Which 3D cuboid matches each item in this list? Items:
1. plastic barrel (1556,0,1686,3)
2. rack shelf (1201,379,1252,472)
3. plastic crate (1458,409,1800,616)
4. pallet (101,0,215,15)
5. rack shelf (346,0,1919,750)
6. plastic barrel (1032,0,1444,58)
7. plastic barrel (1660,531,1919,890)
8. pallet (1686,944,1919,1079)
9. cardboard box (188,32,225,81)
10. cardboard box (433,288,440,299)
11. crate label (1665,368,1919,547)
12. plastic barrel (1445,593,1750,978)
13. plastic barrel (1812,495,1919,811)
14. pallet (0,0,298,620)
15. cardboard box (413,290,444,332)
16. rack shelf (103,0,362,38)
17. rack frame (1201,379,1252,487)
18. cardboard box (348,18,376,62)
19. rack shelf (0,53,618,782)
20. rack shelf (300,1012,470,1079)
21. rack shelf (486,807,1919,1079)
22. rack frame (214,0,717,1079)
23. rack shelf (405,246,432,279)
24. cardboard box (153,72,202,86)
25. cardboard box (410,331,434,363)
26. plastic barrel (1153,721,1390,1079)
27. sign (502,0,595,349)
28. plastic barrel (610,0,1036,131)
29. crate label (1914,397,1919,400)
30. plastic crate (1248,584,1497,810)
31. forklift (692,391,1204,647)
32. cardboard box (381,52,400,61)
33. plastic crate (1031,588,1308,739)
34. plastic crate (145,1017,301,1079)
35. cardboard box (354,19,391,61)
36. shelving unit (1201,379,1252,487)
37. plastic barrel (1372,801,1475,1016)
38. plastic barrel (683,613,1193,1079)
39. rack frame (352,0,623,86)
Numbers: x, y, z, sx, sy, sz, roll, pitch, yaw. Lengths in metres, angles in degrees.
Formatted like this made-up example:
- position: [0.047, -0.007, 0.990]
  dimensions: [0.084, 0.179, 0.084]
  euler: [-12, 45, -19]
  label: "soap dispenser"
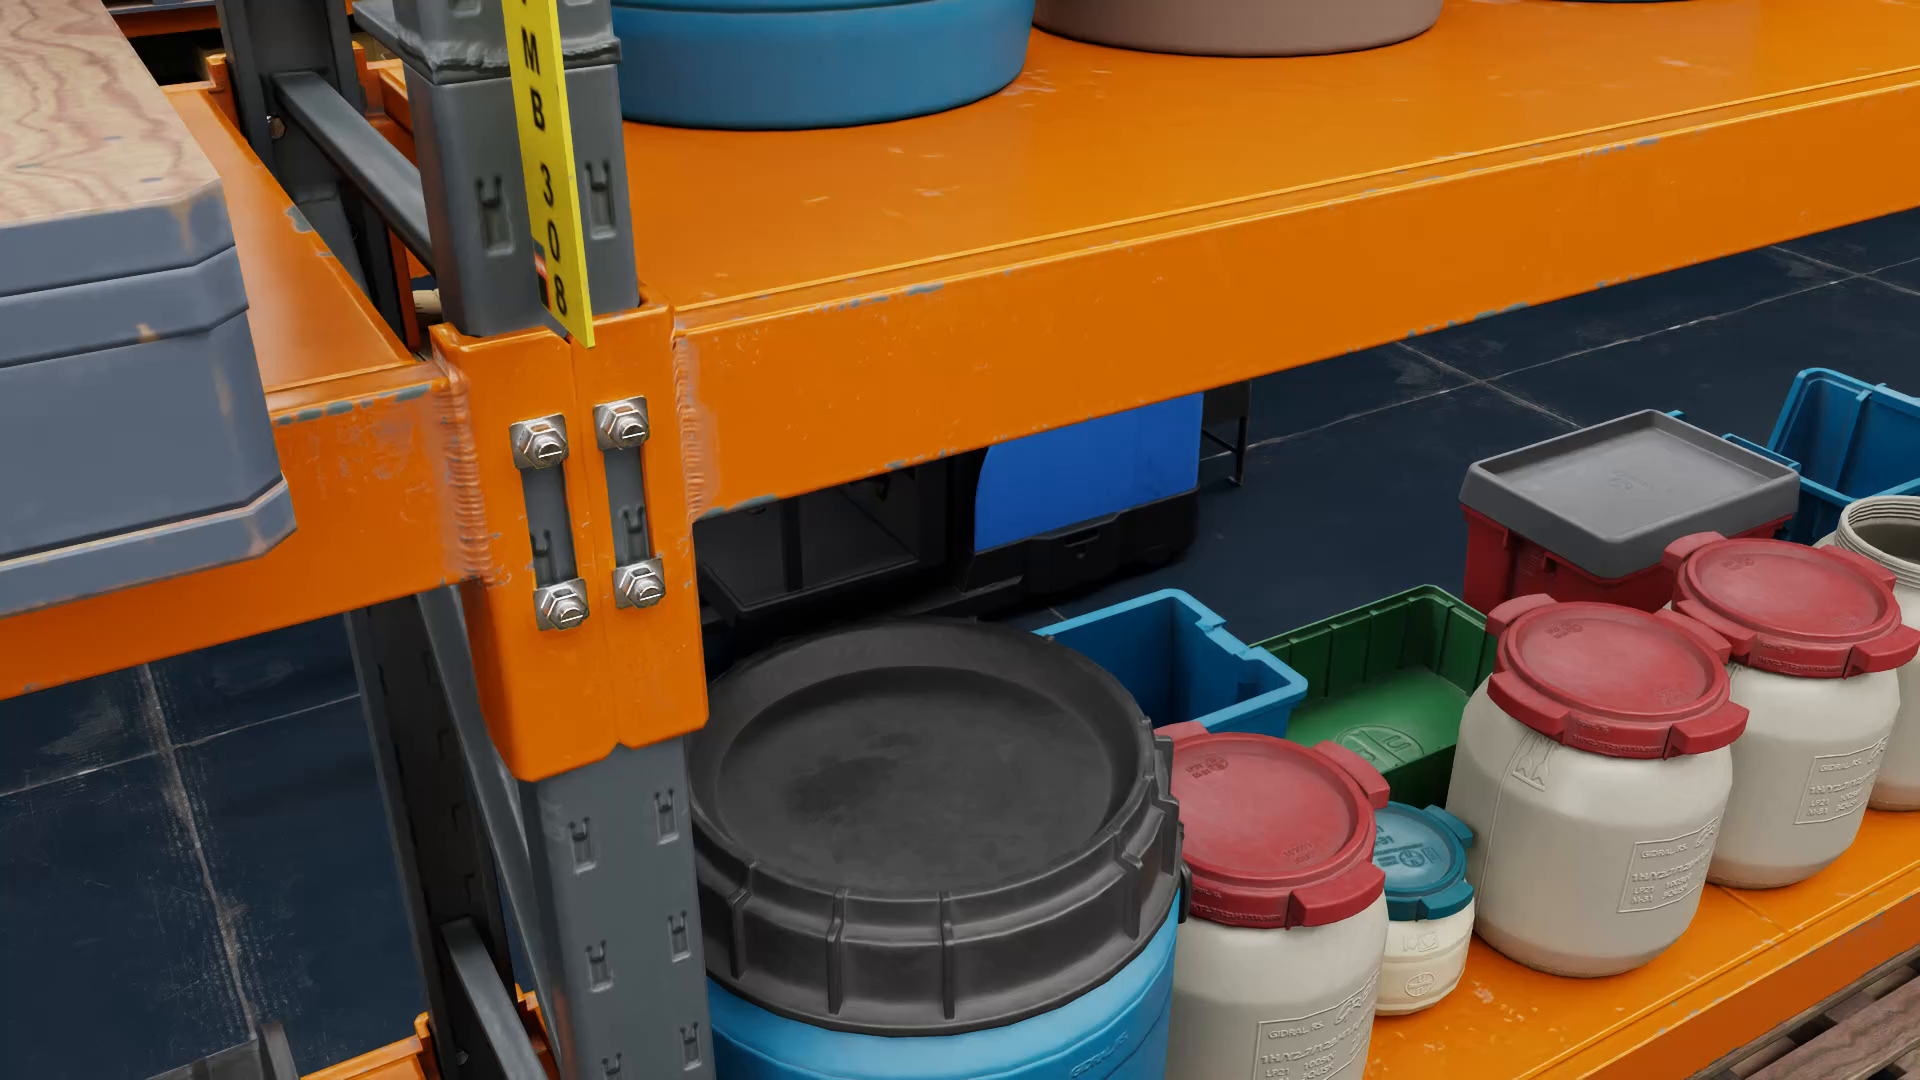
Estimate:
- position: [0.920, -1.271, 2.325]
  dimensions: [0.708, 0.901, 0.600]
  euler: [-16, 33, -26]
  label: "plastic barrel"
- position: [0.901, -0.548, 7.047]
  dimensions: [0.480, 0.518, 0.431]
  euler: [-16, 33, -26]
  label: "rack shelf"
- position: [1.364, 0.058, 3.474]
  dimensions: [0.583, 0.464, 0.402]
  euler: [-16, 33, -26]
  label: "plastic crate"
- position: [-4.823, -3.372, 9.955]
  dimensions: [1.213, 0.211, 1.003]
  euler: [-16, 33, -26]
  label: "pallet"
- position: [1.188, -0.691, 2.537]
  dimensions: [4.000, 0.370, 1.077]
  euler: [-16, 33, -26]
  label: "rack shelf"
- position: [0.356, -1.111, 2.035]
  dimensions: [0.600, 0.901, 0.600]
  euler: [0, 29, 0]
  label: "plastic barrel"
- position: [1.405, 0.309, 2.945]
  dimensions: [0.433, 0.535, 0.433]
  euler: [0, 29, 0]
  label: "plastic barrel"
- position: [2.224, 1.212, 4.335]
  dimensions: [1.213, 0.211, 1.003]
  euler: [-16, 33, -26]
  label: "pallet"
- position: [-4.552, -3.053, 10.533]
  dimensions: [0.500, 0.250, 0.500]
  euler: [-17, 33, -27]
  label: "cardboard box"
- position: [-1.962, -0.963, 7.220]
  dimensions: [0.500, 0.311, 0.500]
  euler: [-16, 33, -26]
  label: "cardboard box"
- position: [1.918, -0.067, 3.730]
  dimensions: [0.616, 0.435, 0.502]
  euler: [-16, 33, -26]
  label: "crate label"
- position: [1.032, 0.415, 2.753]
  dimensions: [0.433, 0.535, 0.433]
  euler: [0, 29, 0]
  label: "plastic barrel"
- position: [1.770, 0.213, 3.144]
  dimensions: [0.421, 0.512, 0.421]
  euler: [0, 29, 0]
  label: "plastic barrel"
- position: [-1.109, -0.216, 1.128]
  dimensions: [1.003, 0.211, 1.213]
  euler: [-16, 33, -26]
  label: "pallet"
- position: [-2.394, -0.841, 7.001]
  dimensions: [0.500, 0.311, 0.500]
  euler: [-15, 32, -25]
  label: "cardboard box"
- position: [-3.831, -3.505, 10.740]
  dimensions: [4.000, 0.370, 1.077]
  euler: [-16, 33, -26]
  label: "rack shelf"
- position: [1.112, -1.232, 6.810]
  dimensions: [0.015, 2.100, 0.400]
  euler: [-16, 33, -26]
  label: "rack frame"
- position: [-4.105, -3.182, 10.767]
  dimensions: [0.500, 0.250, 0.500]
  euler: [-17, 33, -28]
  label: "cardboard box"
- position: [-2.261, 0.288, 0.763]
  dimensions: [4.000, 0.370, 1.077]
  euler: [-16, 33, -26]
  label: "rack shelf"
- position: [-2.261, 1.602, 1.488]
  dimensions: [4.000, 0.370, 1.077]
  euler: [-16, 33, -26]
  label: "rack shelf"
- position: [1.188, 0.622, 3.262]
  dimensions: [4.000, 0.370, 1.077]
  euler: [-16, 33, -26]
  label: "rack shelf"
- position: [-0.537, 0.797, 2.201]
  dimensions: [0.127, 3.000, 1.000]
  euler: [-16, 33, -26]
  label: "rack frame"
- position: [-1.319, -1.442, 7.003]
  dimensions: [4.000, 0.370, 1.077]
  euler: [-16, 33, -26]
  label: "rack shelf"
- position: [-4.930, -2.615, 10.516]
  dimensions: [0.500, 0.500, 0.700]
  euler: [-15, 32, -25]
  label: "cardboard box"
- position: [-2.126, -0.611, 6.583]
  dimensions: [0.500, 0.311, 0.500]
  euler: [-16, 33, -27]
  label: "cardboard box"
- position: [0.399, 0.595, 2.427]
  dimensions: [0.433, 0.535, 0.433]
  euler: [0, 29, 0]
  label: "plastic barrel"
- position: [-0.268, -0.288, 1.054]
  dimensions: [0.005, 0.325, 0.100]
  euler: [-16, 33, -26]
  label: "sign"
- position: [-0.208, -0.951, 1.745]
  dimensions: [0.708, 0.901, 0.600]
  euler: [-16, 33, -26]
  label: "plastic barrel"
- position: [2.359, -0.162, 4.112]
  dimensions: [0.416, 0.233, 0.303]
  euler: [-16, 33, -26]
  label: "crate label"
- position: [0.822, 0.346, 3.238]
  dimensions: [0.662, 0.188, 0.450]
  euler: [-16, 33, -26]
  label: "plastic crate"
- position: [-0.590, -1.071, 5.657]
  dimensions: [3.031, 2.935, 1.130]
  euler: [-16, 33, -26]
  label: "forklift"
- position: [-1.918, -1.621, 6.480]
  dimensions: [0.500, 0.500, 0.500]
  euler: [-13, 32, -23]
  label: "cardboard box"
- position: [0.257, 0.404, 2.929]
  dimensions: [0.575, 0.384, 0.392]
  euler: [-16, 33, -26]
  label: "plastic crate"
- position: [-1.053, 0.899, 2.080]
  dimensions: [0.504, 0.338, 0.767]
  euler: [-16, 33, -26]
  label: "plastic crate"
- position: [-3.666, -3.296, 10.974]
  dimensions: [0.500, 0.250, 0.500]
  euler: [-16, 33, -27]
  label: "cardboard box"
- position: [0.901, -1.173, 6.702]
  dimensions: [0.503, 2.100, 0.431]
  euler: [-16, 33, -26]
  label: "shelving unit"
- position: [0.682, 0.598, 2.706]
  dimensions: [0.301, 0.262, 0.301]
  euler: [0, 29, 0]
  label: "plastic barrel"
- position: [-0.050, 0.609, 2.023]
  dimensions: [0.708, 0.901, 0.600]
  euler: [-16, 33, -26]
  label: "plastic barrel"
- position: [-0.537, -1.829, 0.752]
  dimensions: [0.127, 3.000, 1.000]
  euler: [-16, 33, -26]
  label: "rack frame"
